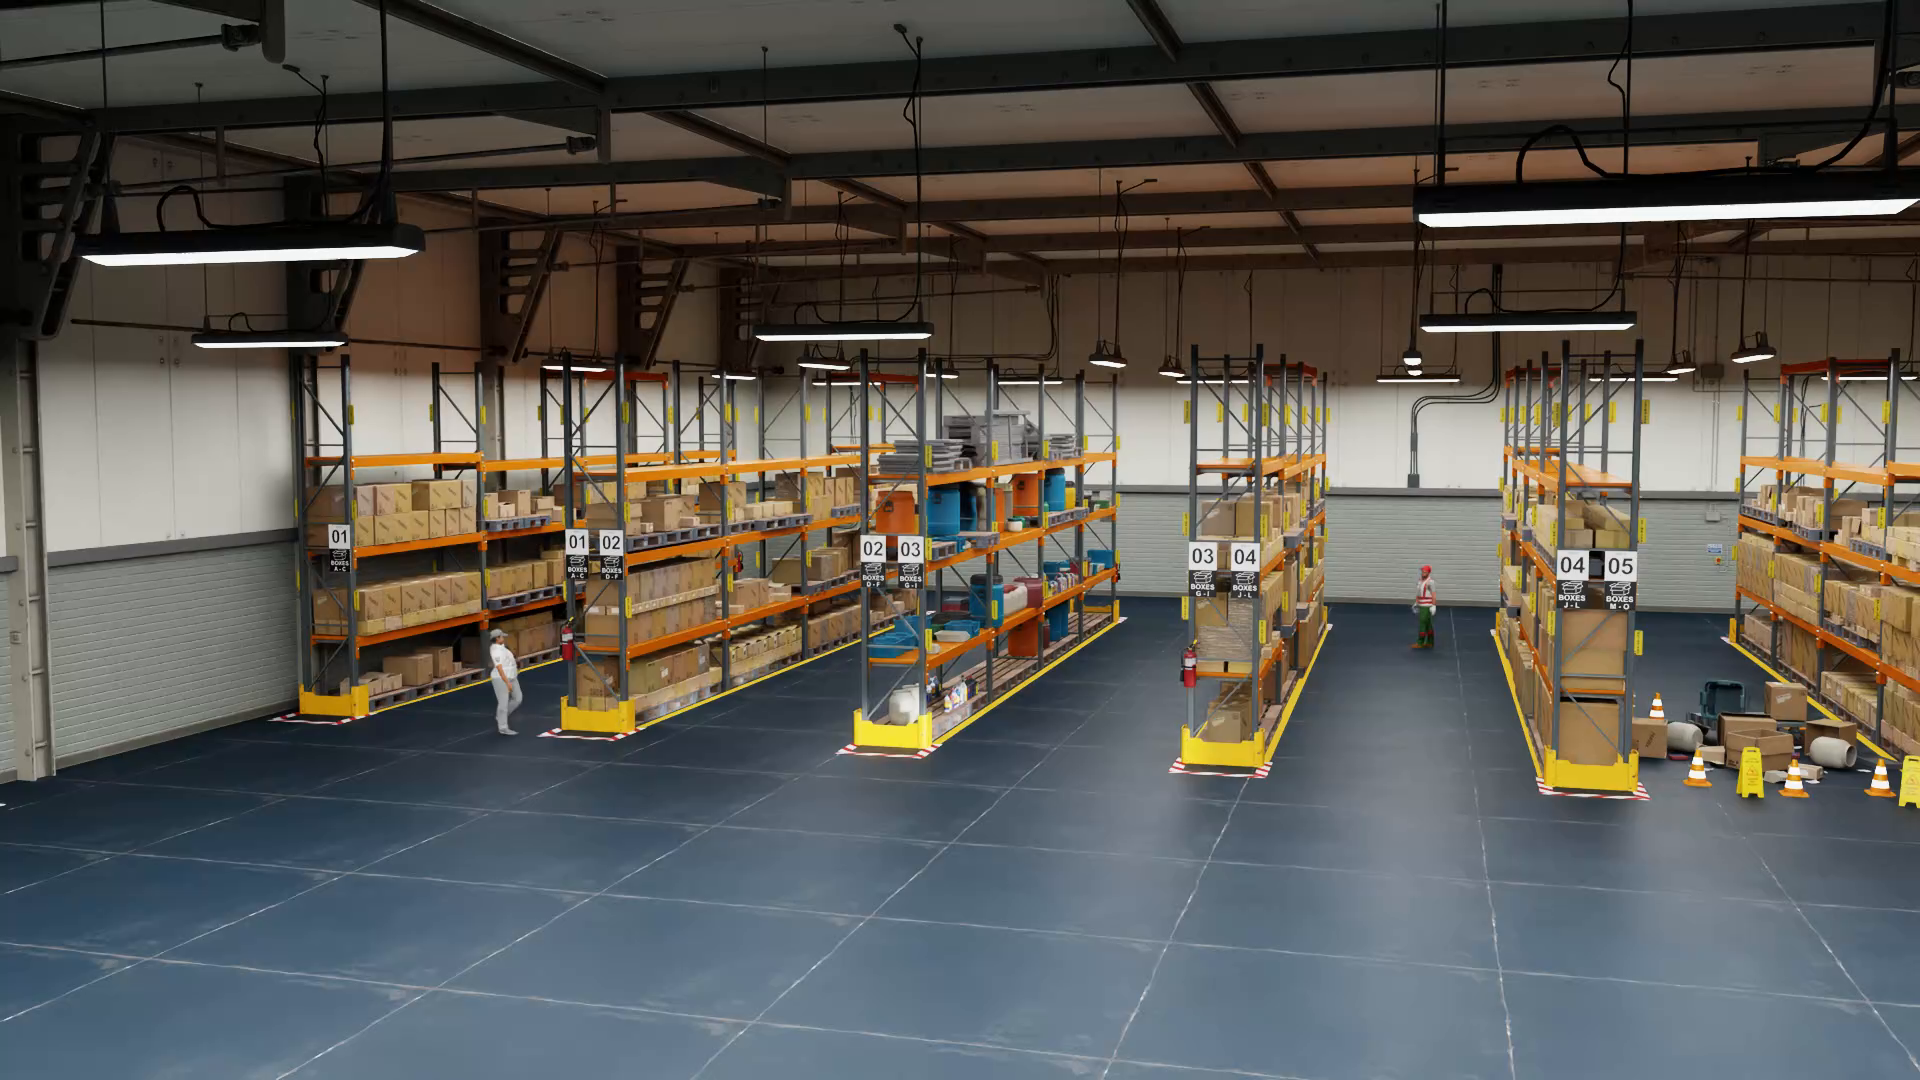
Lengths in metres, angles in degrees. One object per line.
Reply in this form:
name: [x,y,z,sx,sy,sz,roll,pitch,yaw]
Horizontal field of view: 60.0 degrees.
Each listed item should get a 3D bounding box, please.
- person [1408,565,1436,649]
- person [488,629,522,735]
person: [9.918,1.427,35.789,0.629,1.784,0.552,0,4,-2]
person: [-7.179,2.221,26.240,0.470,1.660,0.585,1,4,9]
